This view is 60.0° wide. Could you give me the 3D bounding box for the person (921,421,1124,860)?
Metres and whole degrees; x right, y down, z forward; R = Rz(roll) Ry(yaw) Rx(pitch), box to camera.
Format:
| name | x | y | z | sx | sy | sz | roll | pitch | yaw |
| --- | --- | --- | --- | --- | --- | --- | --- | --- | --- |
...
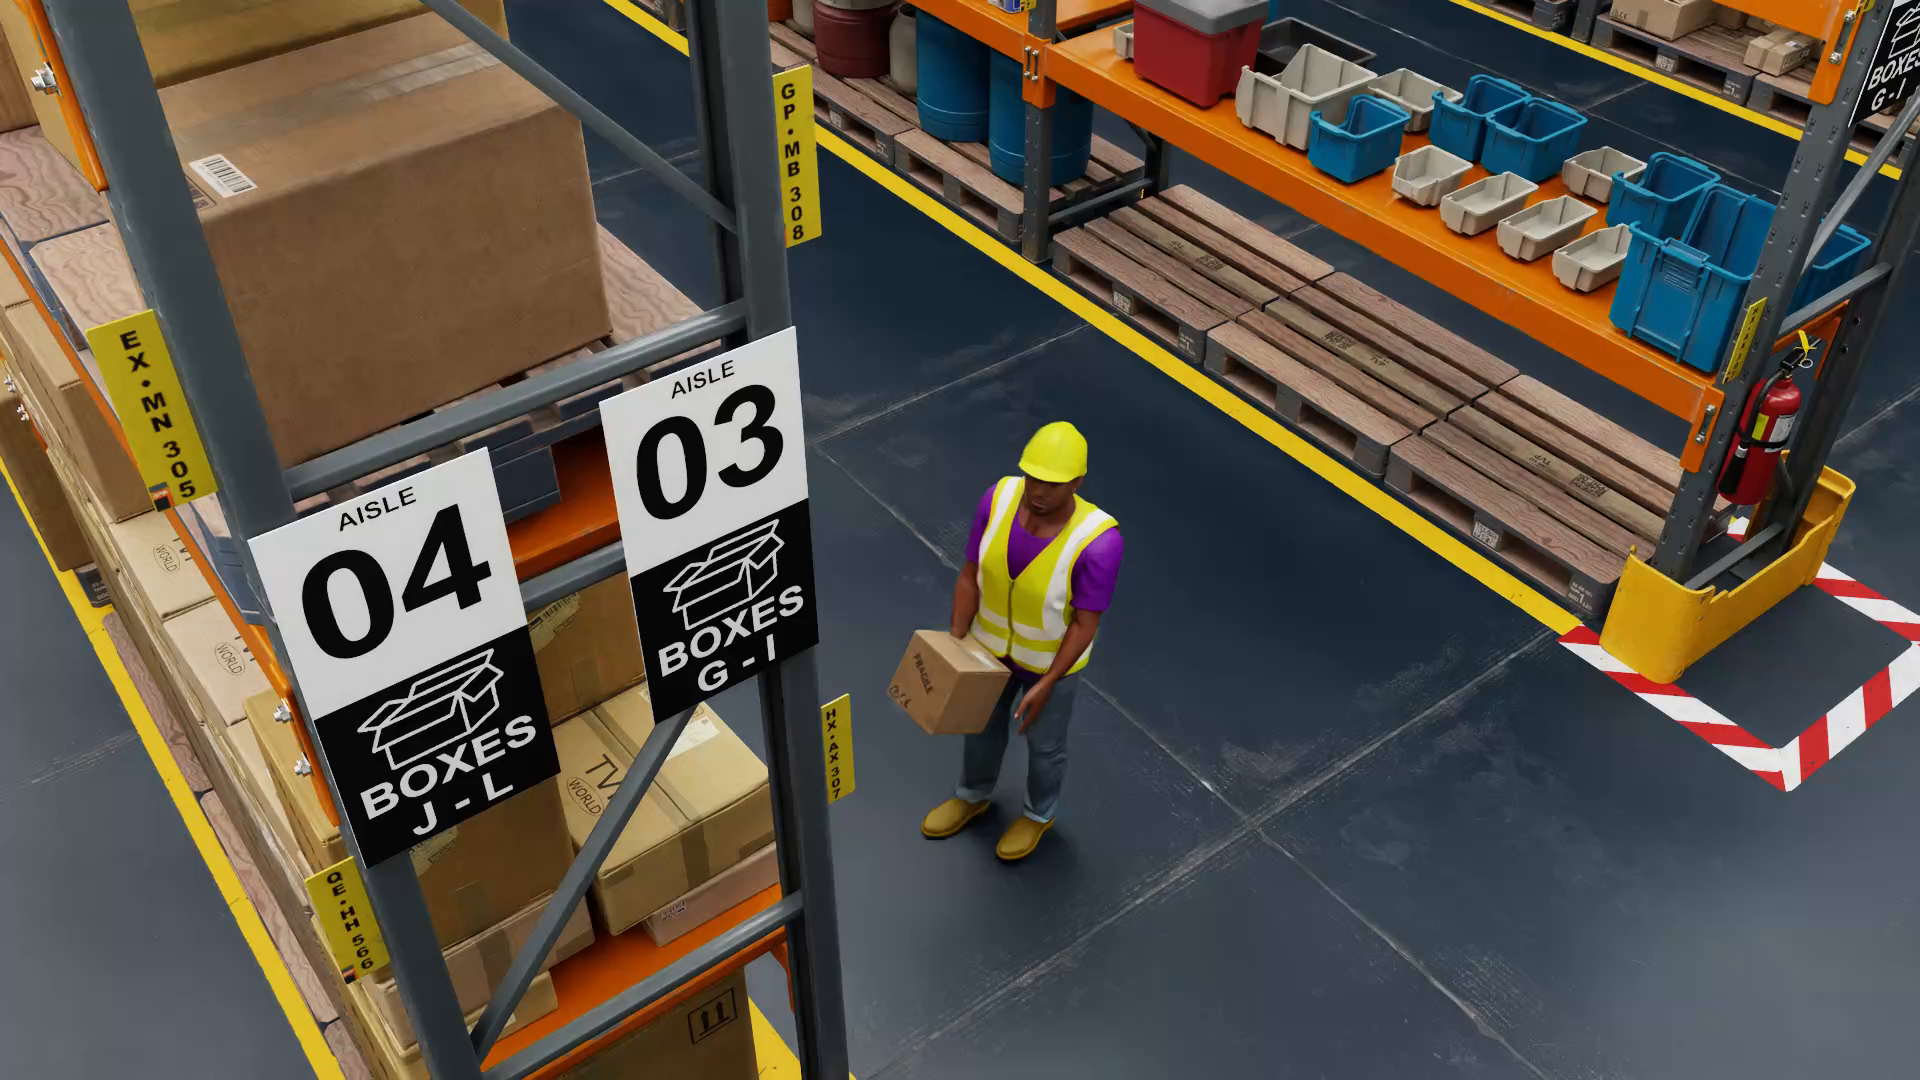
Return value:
| name | x | y | z | sx | sy | sz | roll | pitch | yaw |
| --- | --- | --- | --- | --- | --- | --- | --- | --- | --- |
| person | 0.195 | 0.394 | 5.663 | 0.582 | 1.772 | 0.539 | 22 | 45 | 24 |
